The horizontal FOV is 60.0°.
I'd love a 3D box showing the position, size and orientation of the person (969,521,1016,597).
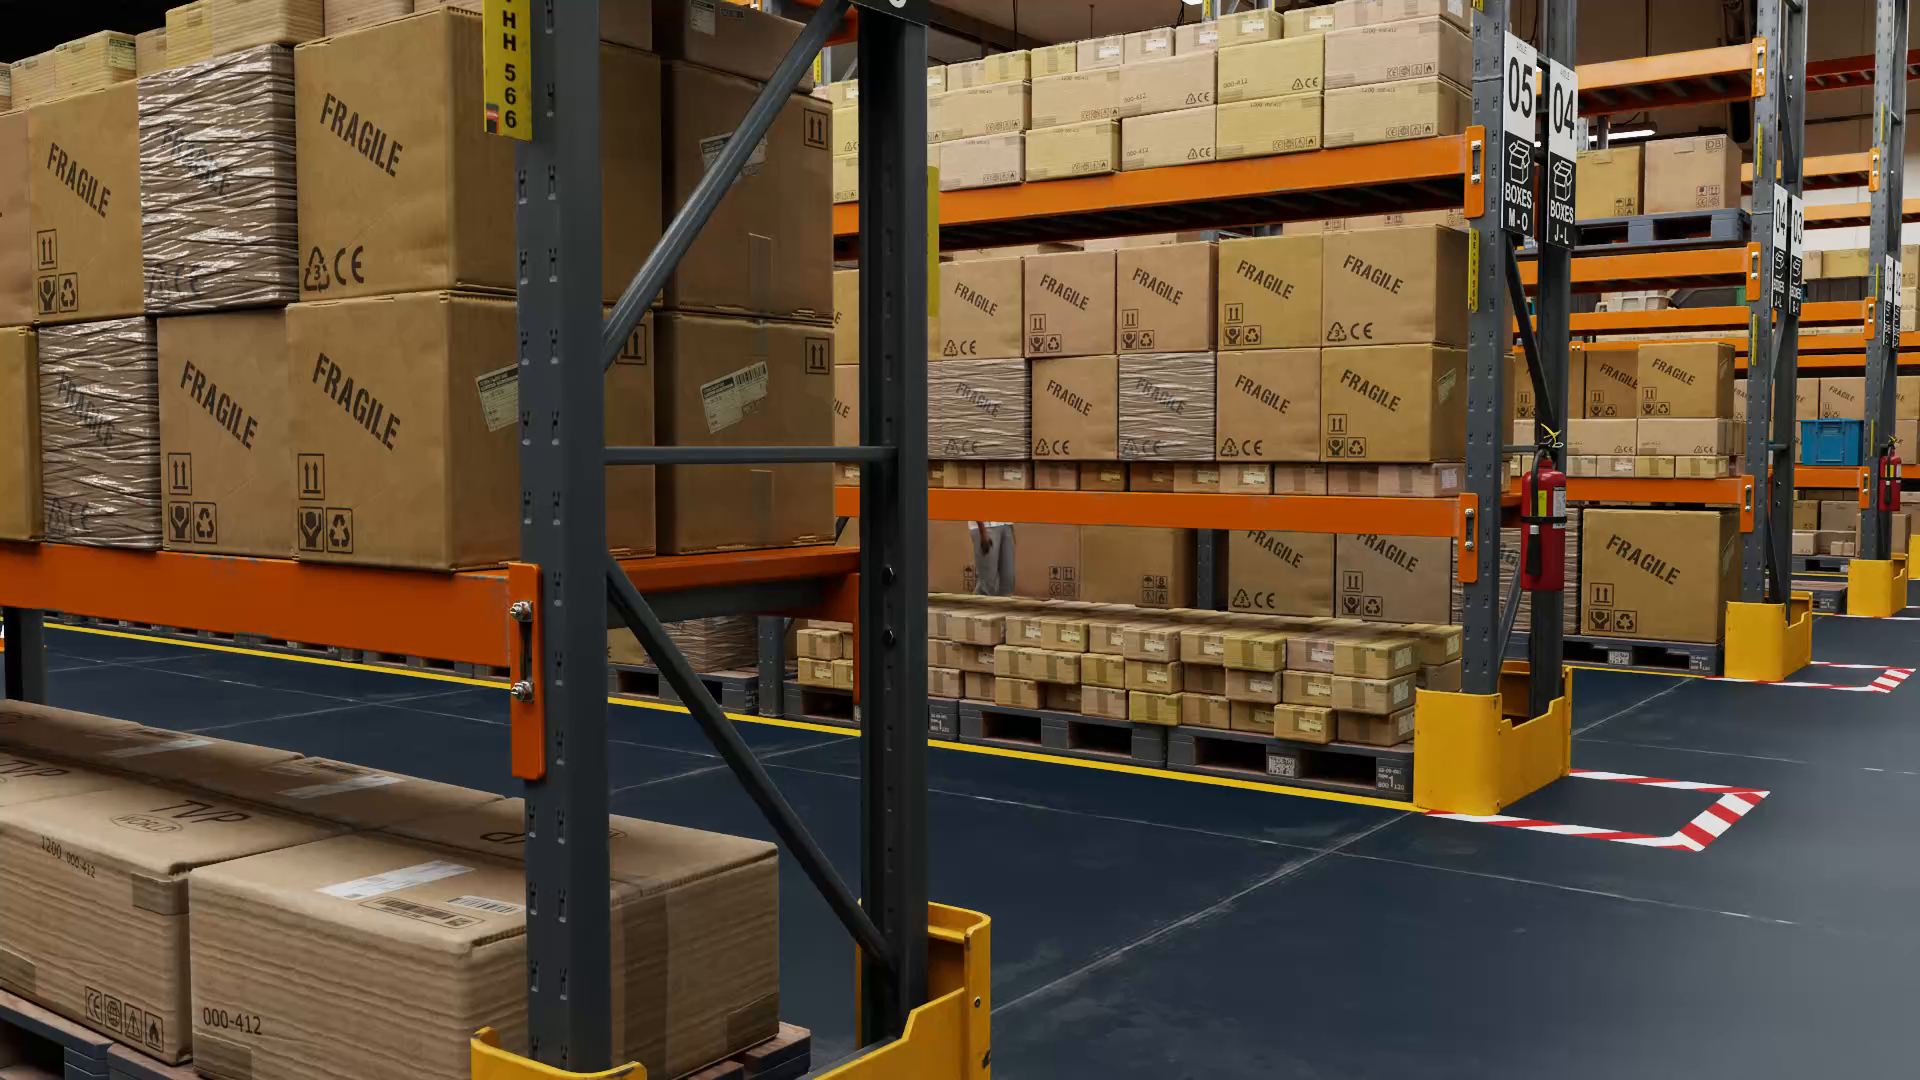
[{"bbox_3d":[0.278,-0.049,13.001,0.398,1.659,0.530,2,4,32],"label":"person"}]
